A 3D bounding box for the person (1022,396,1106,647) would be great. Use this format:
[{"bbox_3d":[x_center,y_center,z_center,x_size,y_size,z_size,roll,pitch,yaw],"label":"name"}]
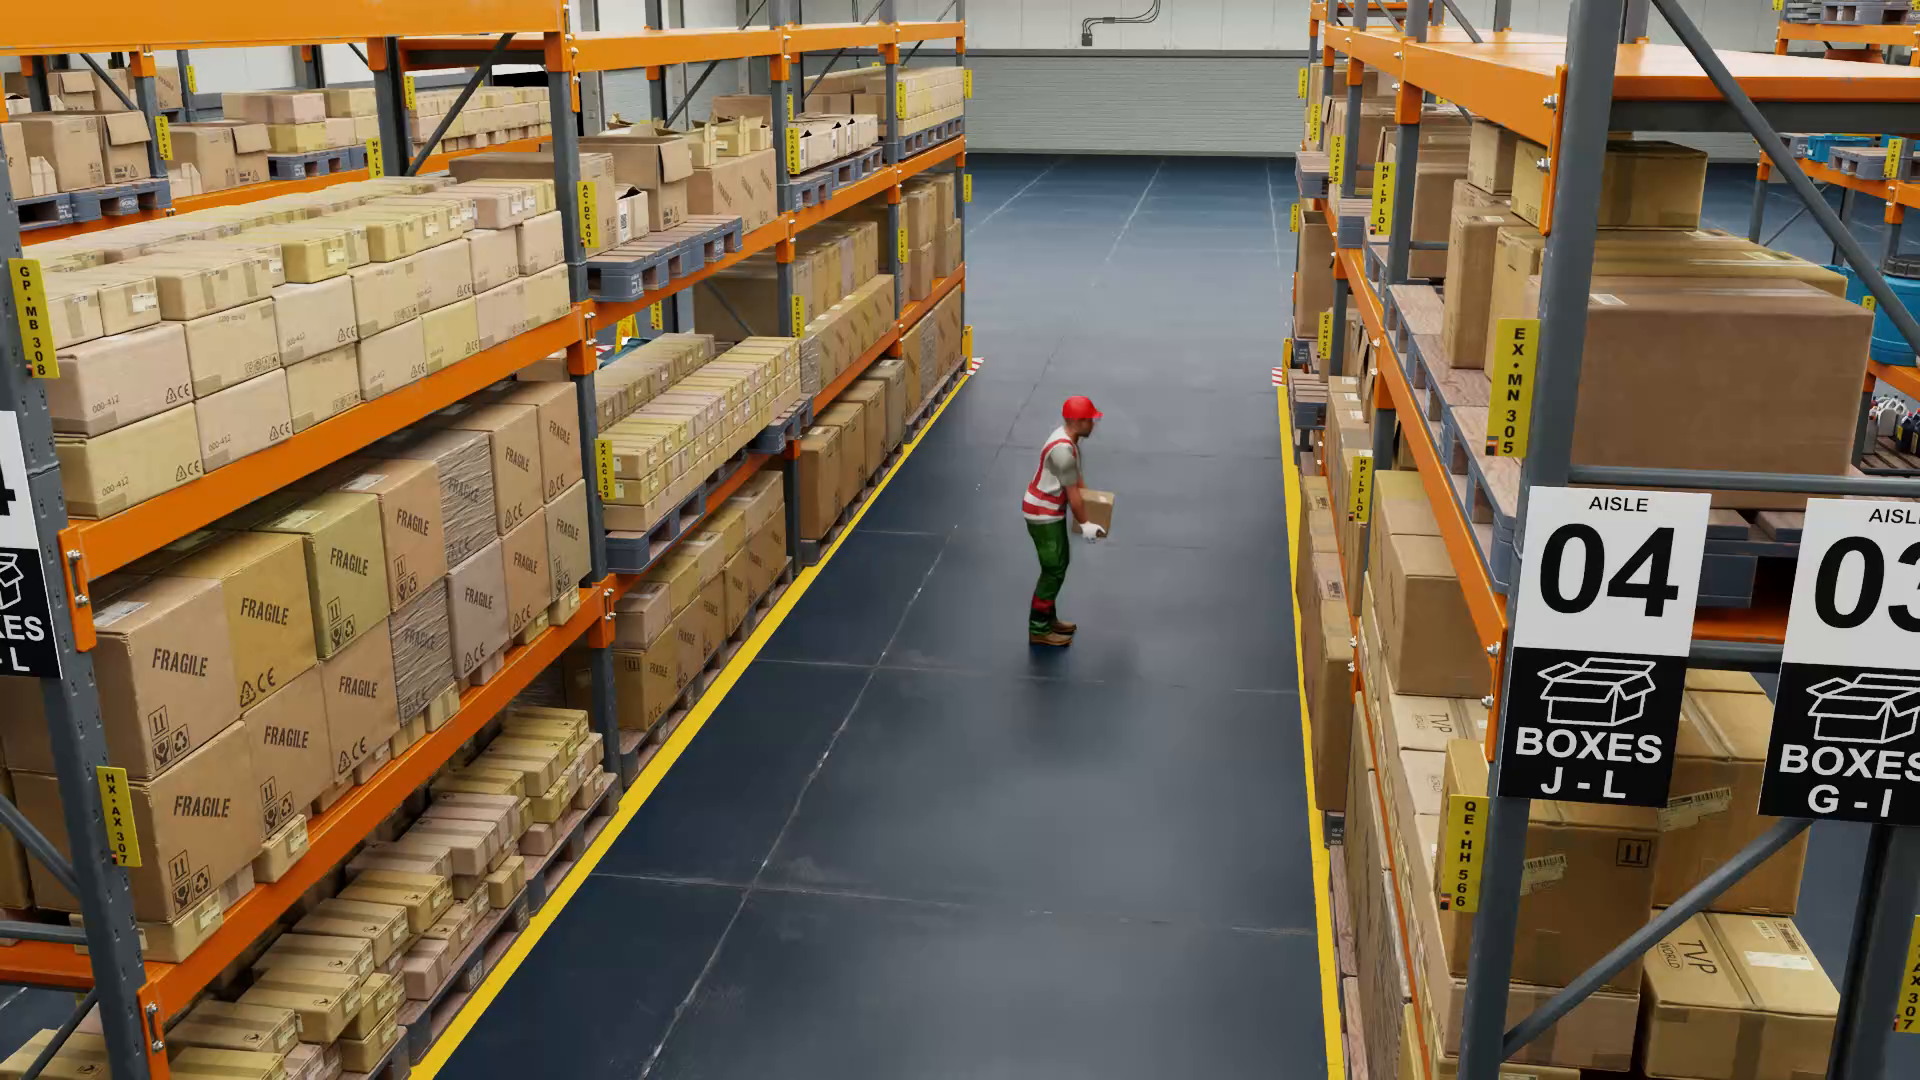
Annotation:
[{"bbox_3d":[0.727,-0.144,11.534,0.592,1.745,0.488,3,18,8],"label":"person"}]
